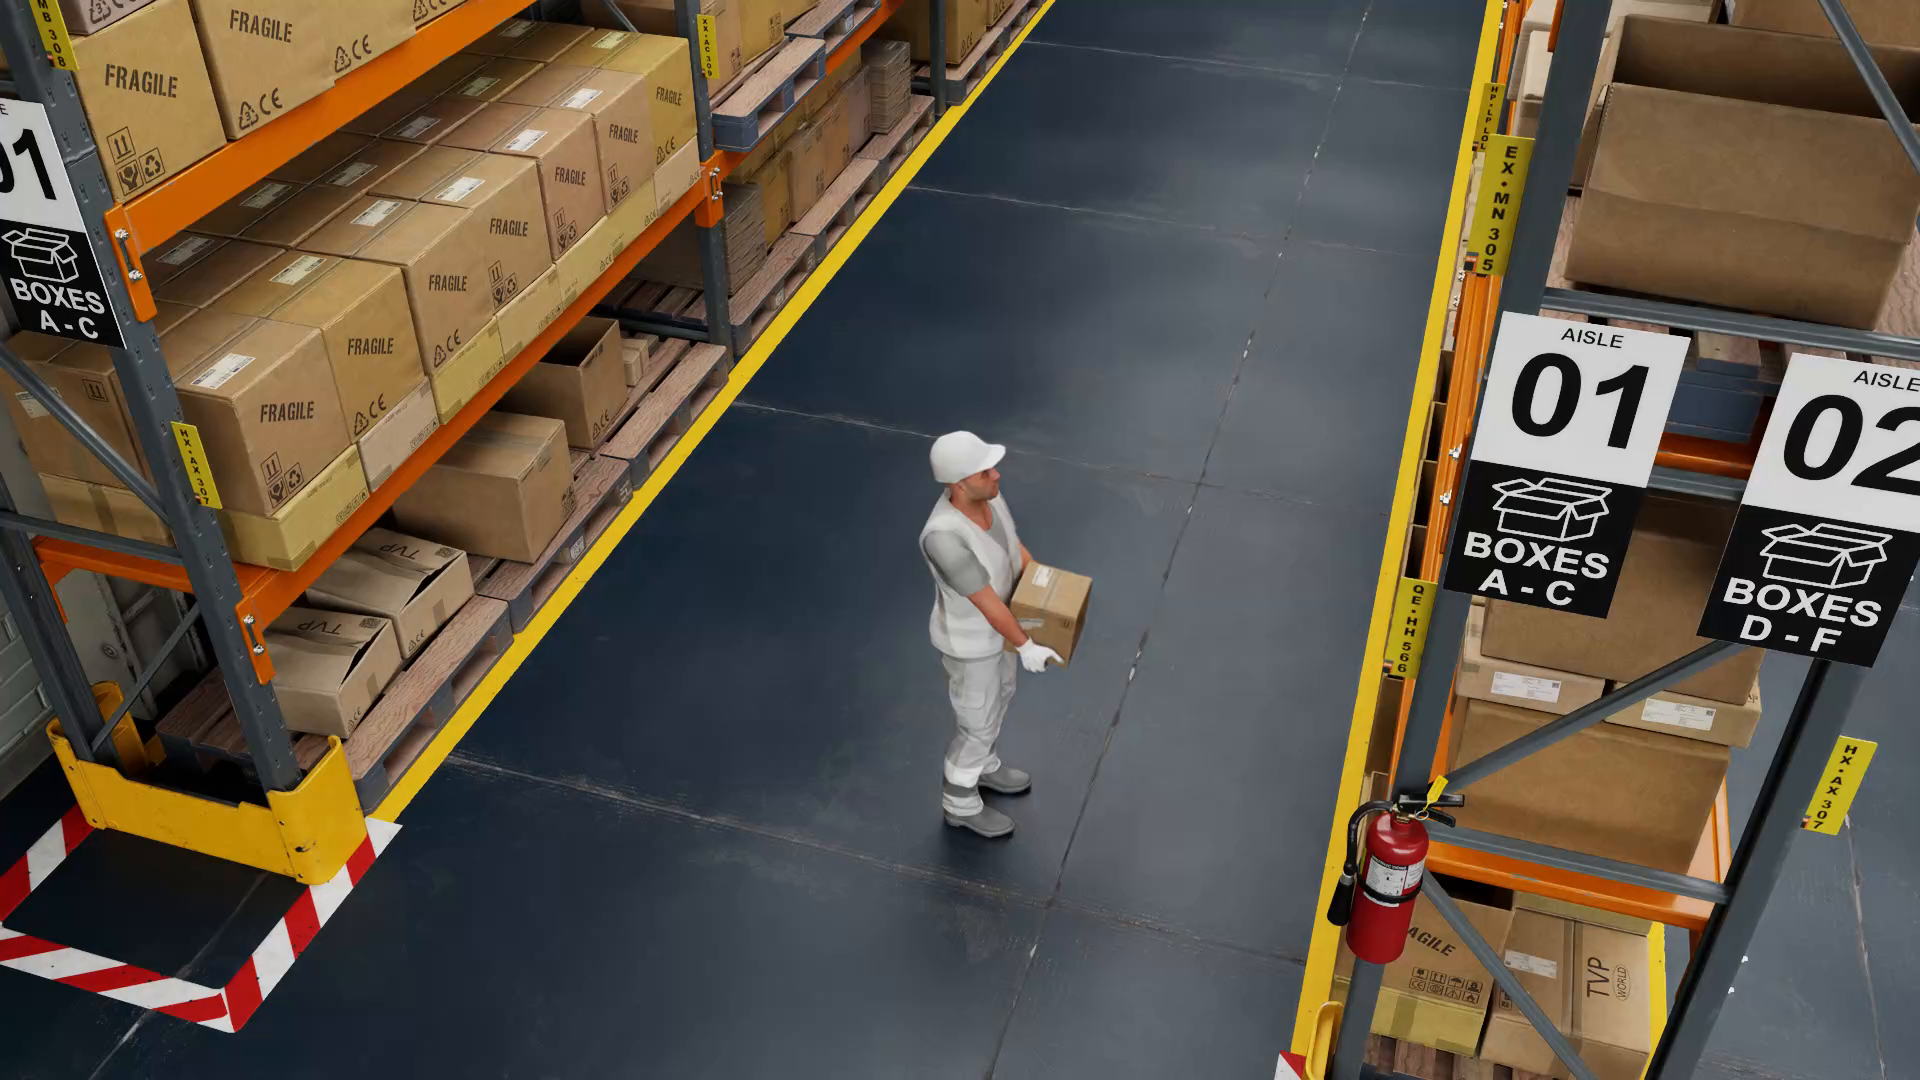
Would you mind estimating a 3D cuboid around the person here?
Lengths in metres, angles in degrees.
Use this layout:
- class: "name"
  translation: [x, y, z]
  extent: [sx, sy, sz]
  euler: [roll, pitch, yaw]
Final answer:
- class: "person"
  translation: [0.162, 0.374, 6.376]
  extent: [0.563, 1.783, 0.494]
  euler: [11, 38, 14]
